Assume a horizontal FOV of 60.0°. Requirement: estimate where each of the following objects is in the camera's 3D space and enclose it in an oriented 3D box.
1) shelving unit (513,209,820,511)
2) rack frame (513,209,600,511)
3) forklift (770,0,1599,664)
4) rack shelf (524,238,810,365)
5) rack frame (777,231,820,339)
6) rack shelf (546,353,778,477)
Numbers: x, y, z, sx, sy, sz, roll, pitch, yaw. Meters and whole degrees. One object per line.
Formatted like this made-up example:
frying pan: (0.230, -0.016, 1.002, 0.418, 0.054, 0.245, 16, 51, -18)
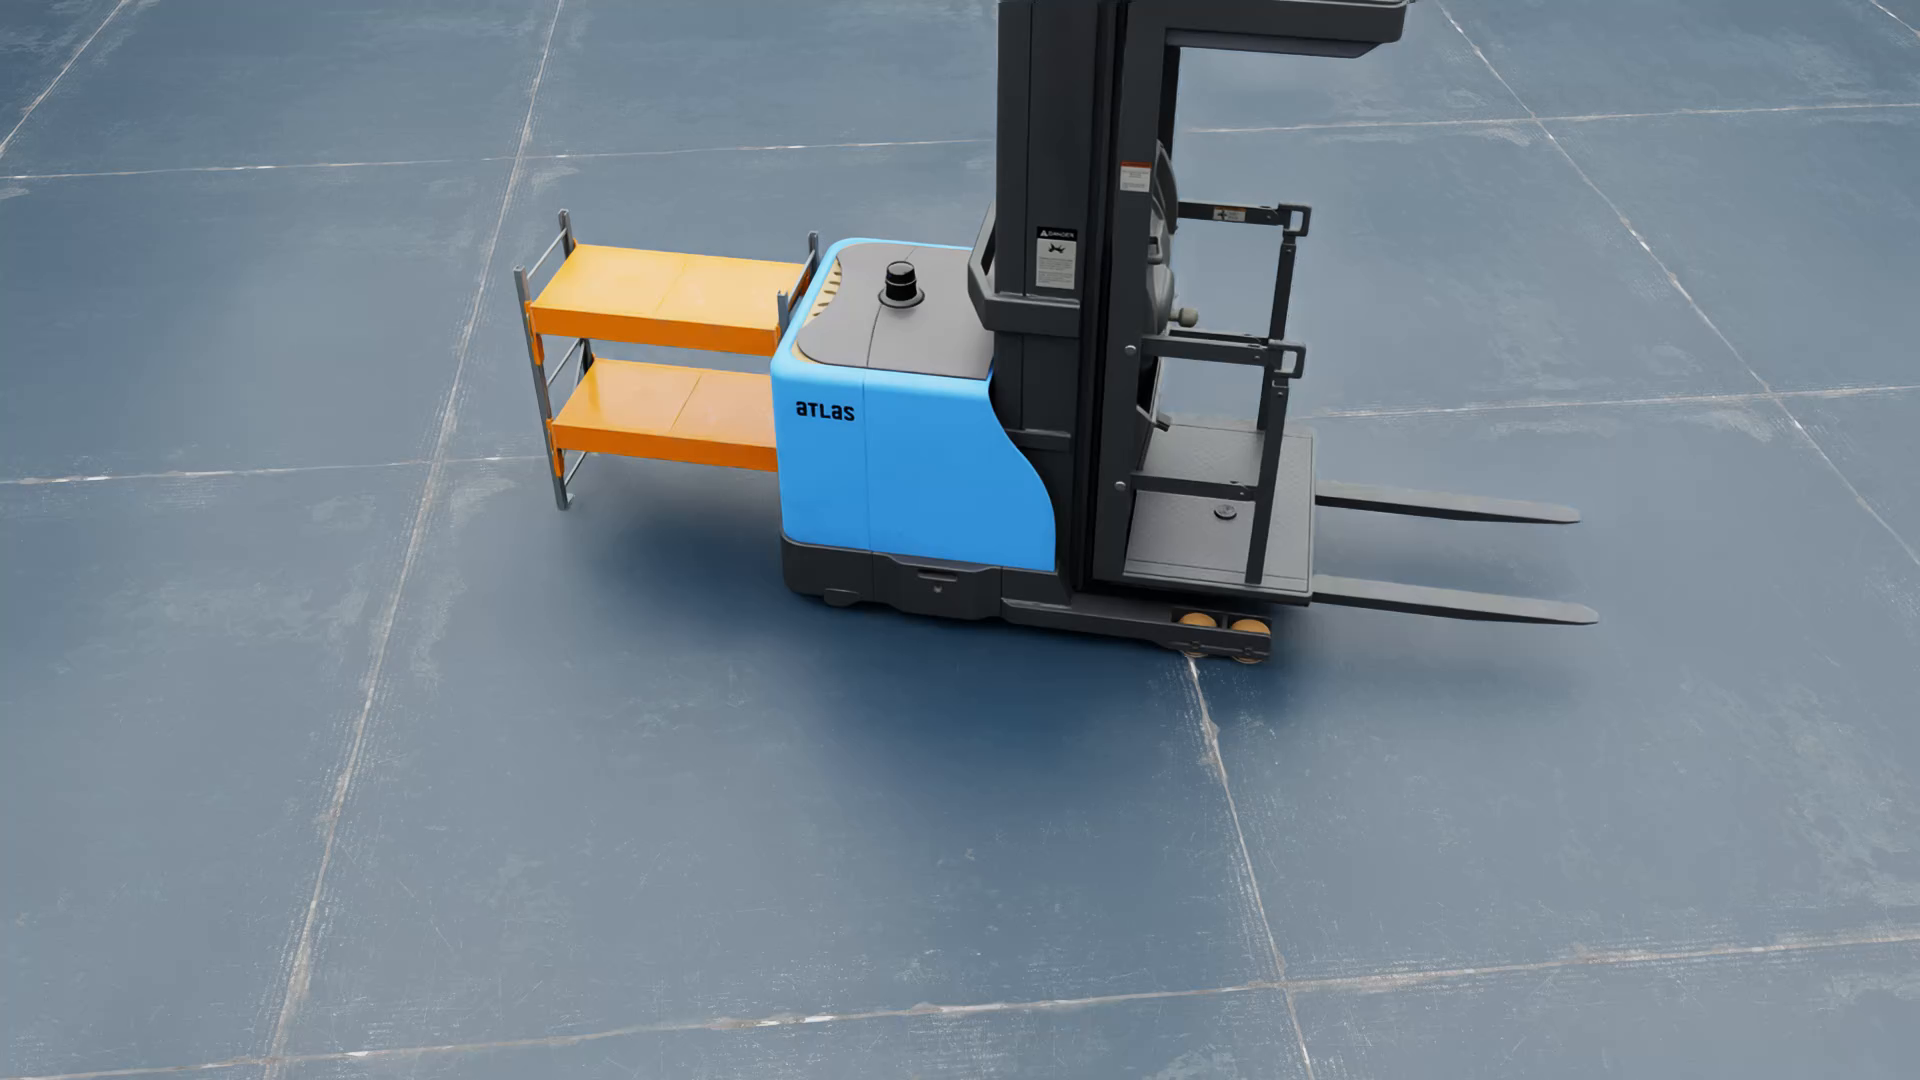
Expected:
shelving unit: (-1.111, -0.661, 6.680, 1.048, 1.125, 0.538, 6, 39, 8)
rack frame: (-1.611, -0.718, 6.752, 0.032, 1.125, 0.500, 6, 39, 8)
forklift: (0.883, -1.051, 5.715, 3.031, 2.935, 1.130, 6, 39, 8)
rack shelf: (-1.111, -0.891, 6.499, 1.000, 0.278, 0.538, 6, 39, 8)
rack frame: (-0.611, -0.605, 6.608, 0.032, 1.125, 0.500, 6, 39, 8)
rack shelf: (-1.111, -0.469, 6.831, 1.000, 0.278, 0.538, 6, 39, 8)
